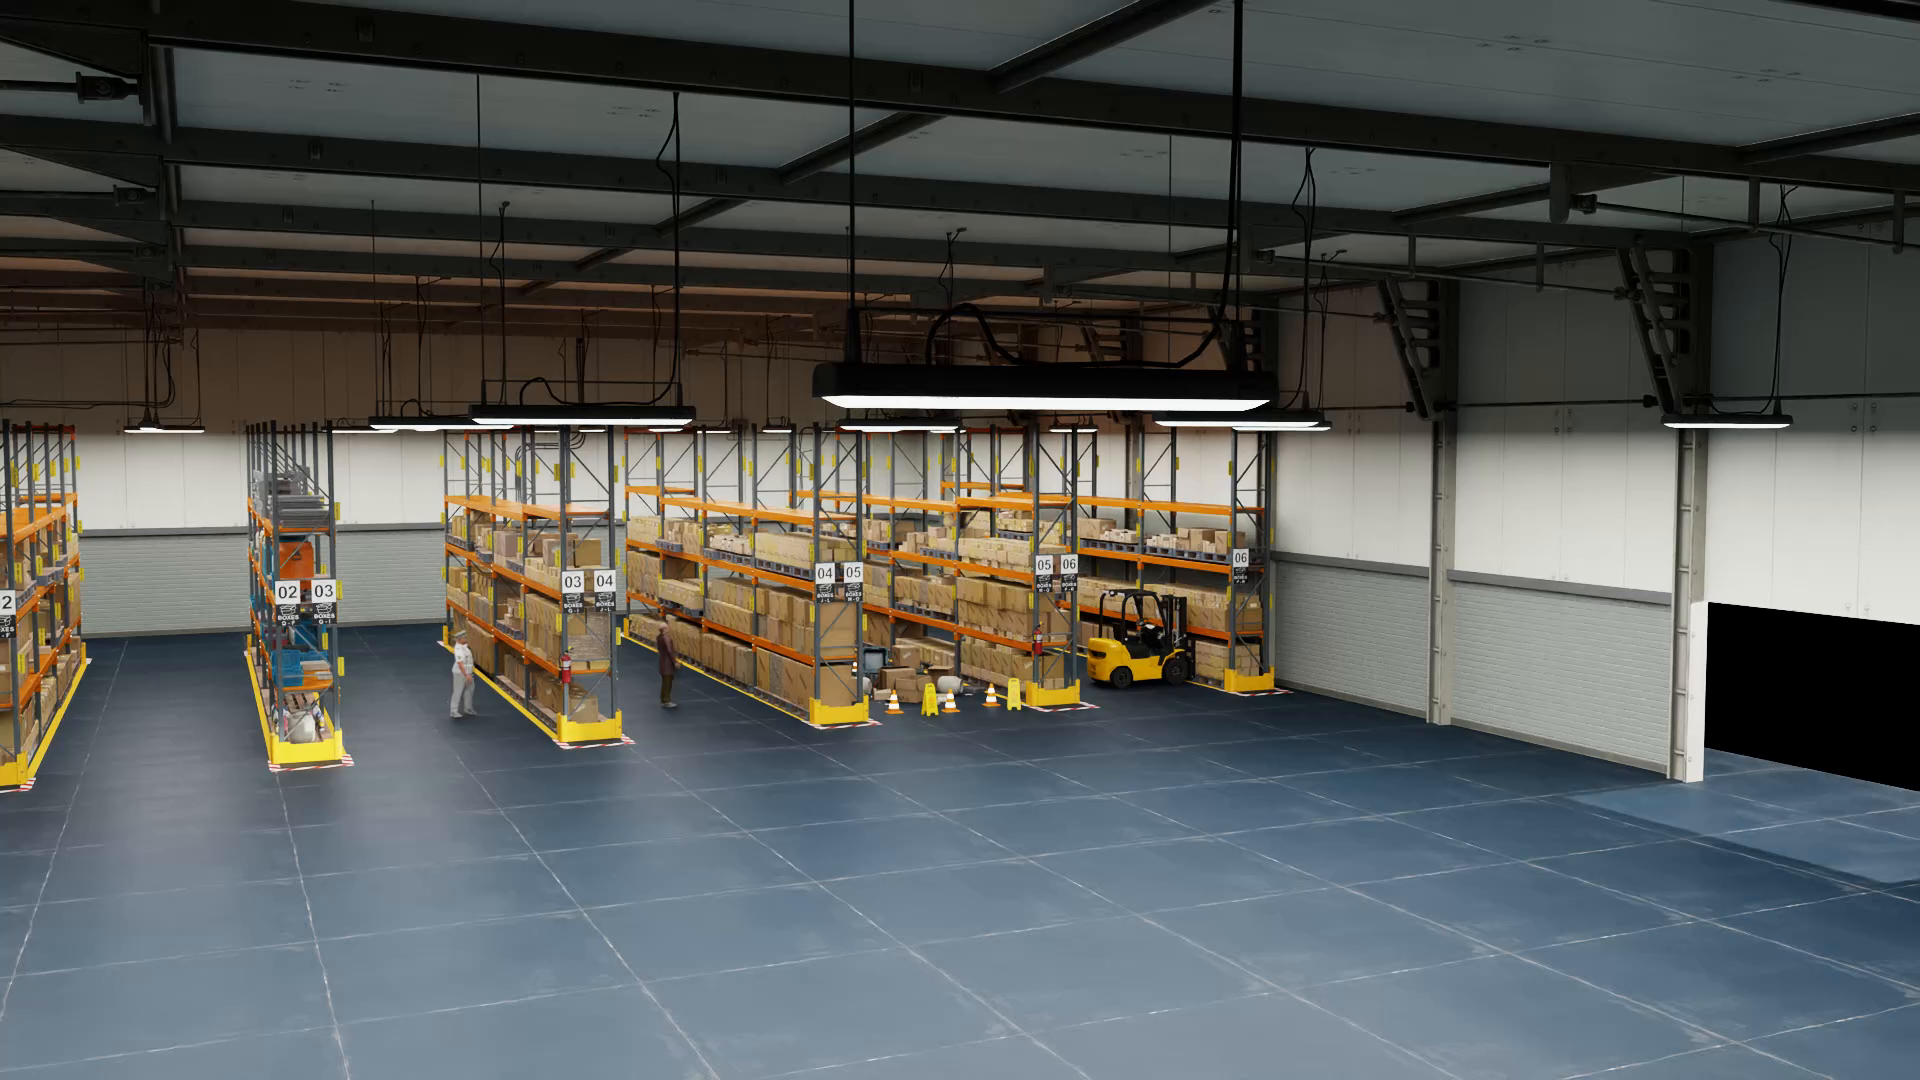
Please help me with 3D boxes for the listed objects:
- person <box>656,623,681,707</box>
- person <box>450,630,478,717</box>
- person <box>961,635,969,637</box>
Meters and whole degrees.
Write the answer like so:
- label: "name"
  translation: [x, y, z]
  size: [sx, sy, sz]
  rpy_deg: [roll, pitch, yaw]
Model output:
- label: "person"
  translation: [-6.161, 2.689, 35.215]
  size: [0.562, 1.758, 0.685]
  rpy_deg: [0, 4, 0]
- label: "person"
  translation: [-10.143, 2.750, 34.039]
  size: [0.514, 1.814, 0.705]
  rpy_deg: [0, 4, 3]
- label: "person"
  translation: [0.196, 1.944, 47.166]
  size: [0.398, 1.662, 0.504]
  rpy_deg: [-3, 4, -37]
